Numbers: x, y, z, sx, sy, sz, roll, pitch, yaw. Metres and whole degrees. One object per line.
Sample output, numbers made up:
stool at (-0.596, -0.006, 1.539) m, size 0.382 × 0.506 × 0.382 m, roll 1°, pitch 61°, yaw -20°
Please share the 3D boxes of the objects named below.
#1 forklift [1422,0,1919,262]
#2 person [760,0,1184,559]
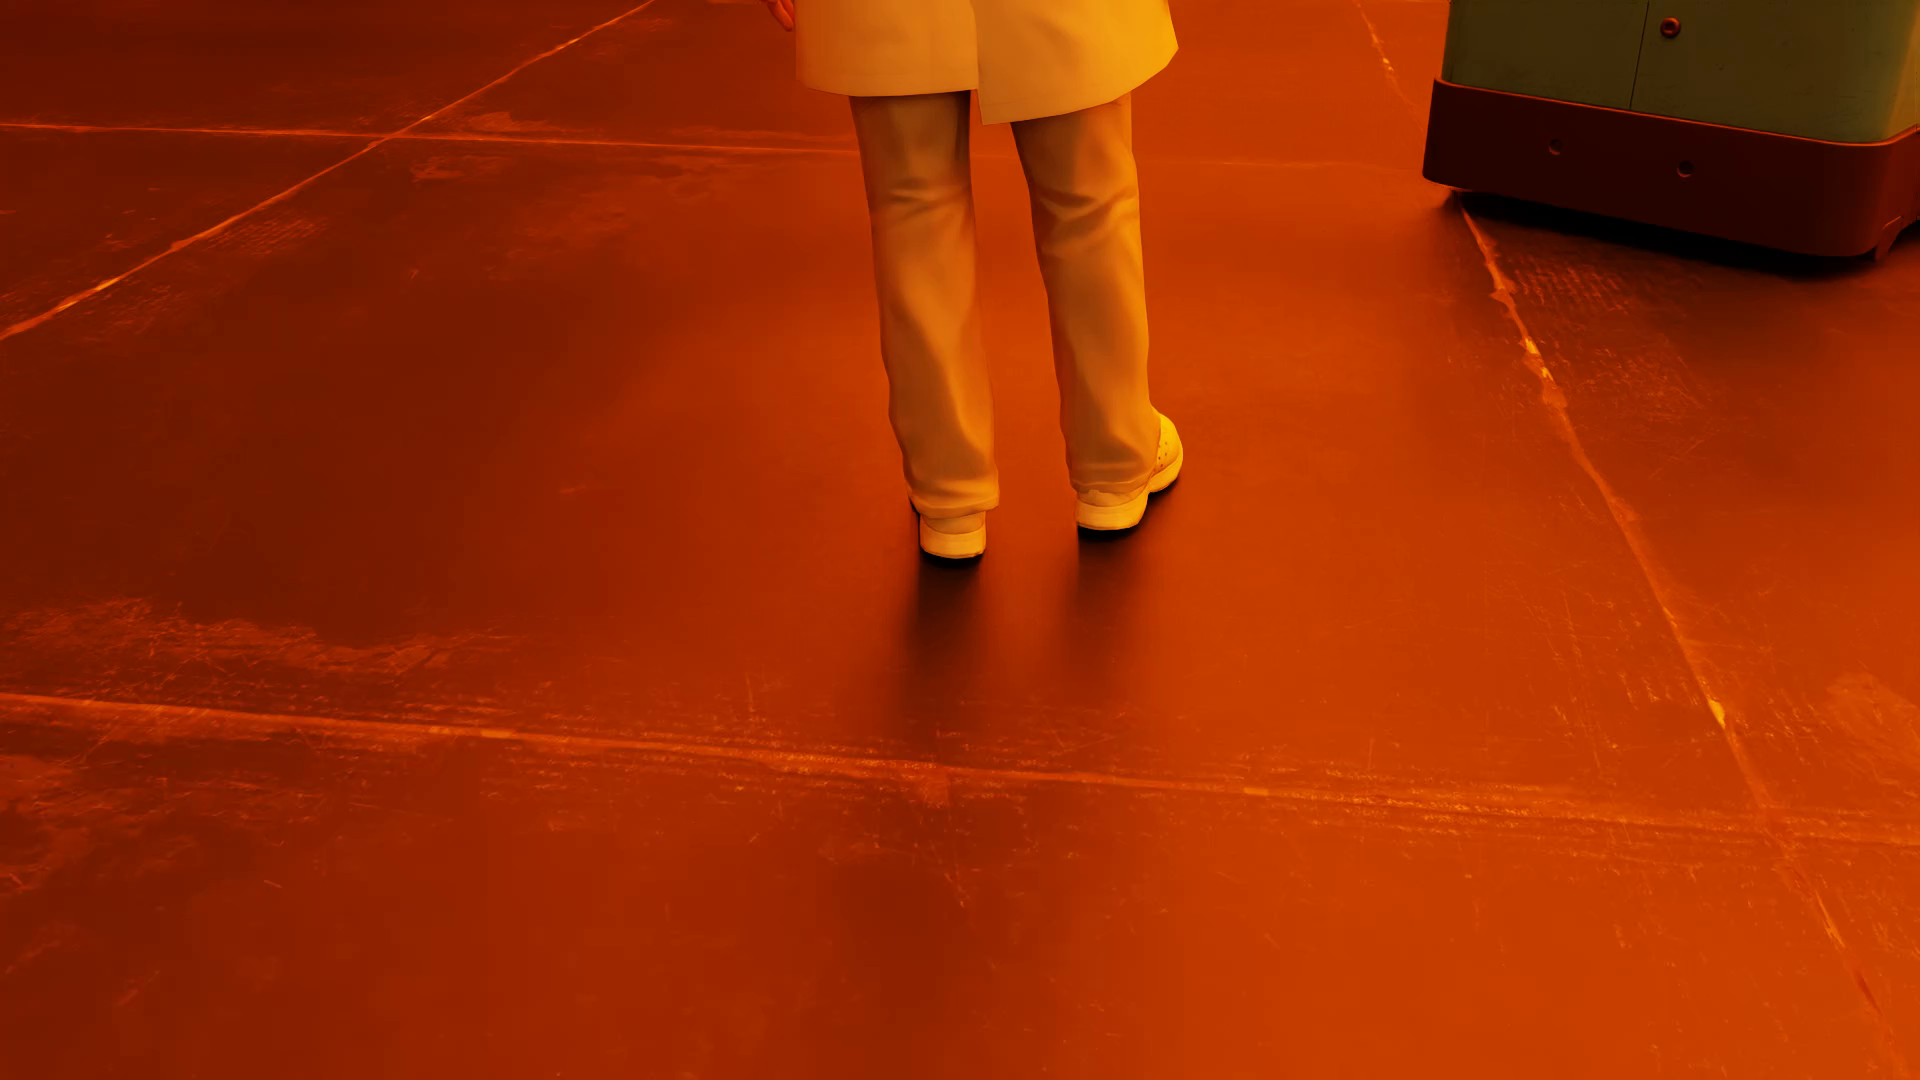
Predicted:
forklift at (2.538, -2.481, 4.191) m, size 1.130 × 2.935 × 3.031 m, roll 23°, pitch 35°, yaw 38°
person at (0.017, -0.842, 2.179) m, size 0.696 × 1.776 × 0.581 m, roll 3°, pitch 27°, yaw 7°
